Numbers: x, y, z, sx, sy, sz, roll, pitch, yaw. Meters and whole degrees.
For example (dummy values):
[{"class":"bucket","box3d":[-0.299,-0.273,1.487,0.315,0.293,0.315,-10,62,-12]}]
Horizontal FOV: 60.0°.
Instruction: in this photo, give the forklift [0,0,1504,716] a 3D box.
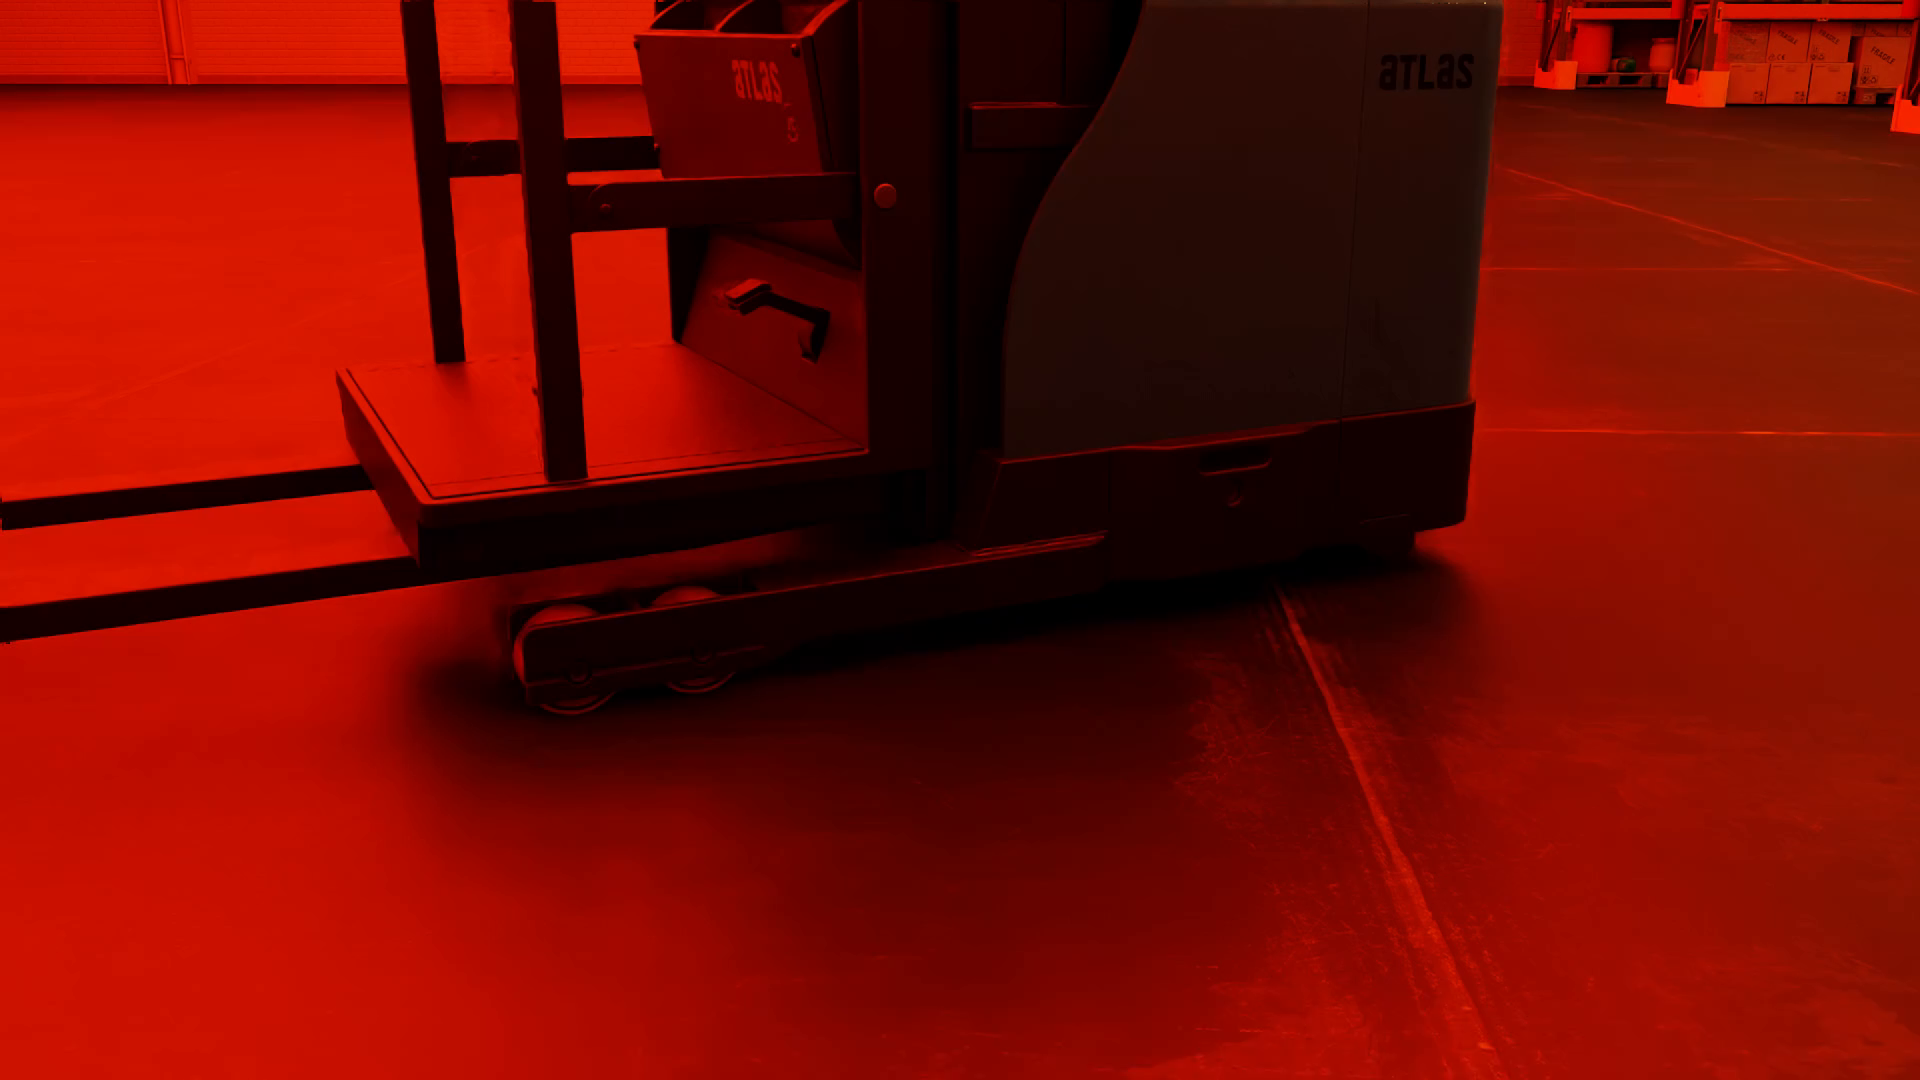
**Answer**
[{"class":"forklift","box3d":[-0.558,-1.313,2.657,3.031,2.935,1.130,-8,19,-25]}]
